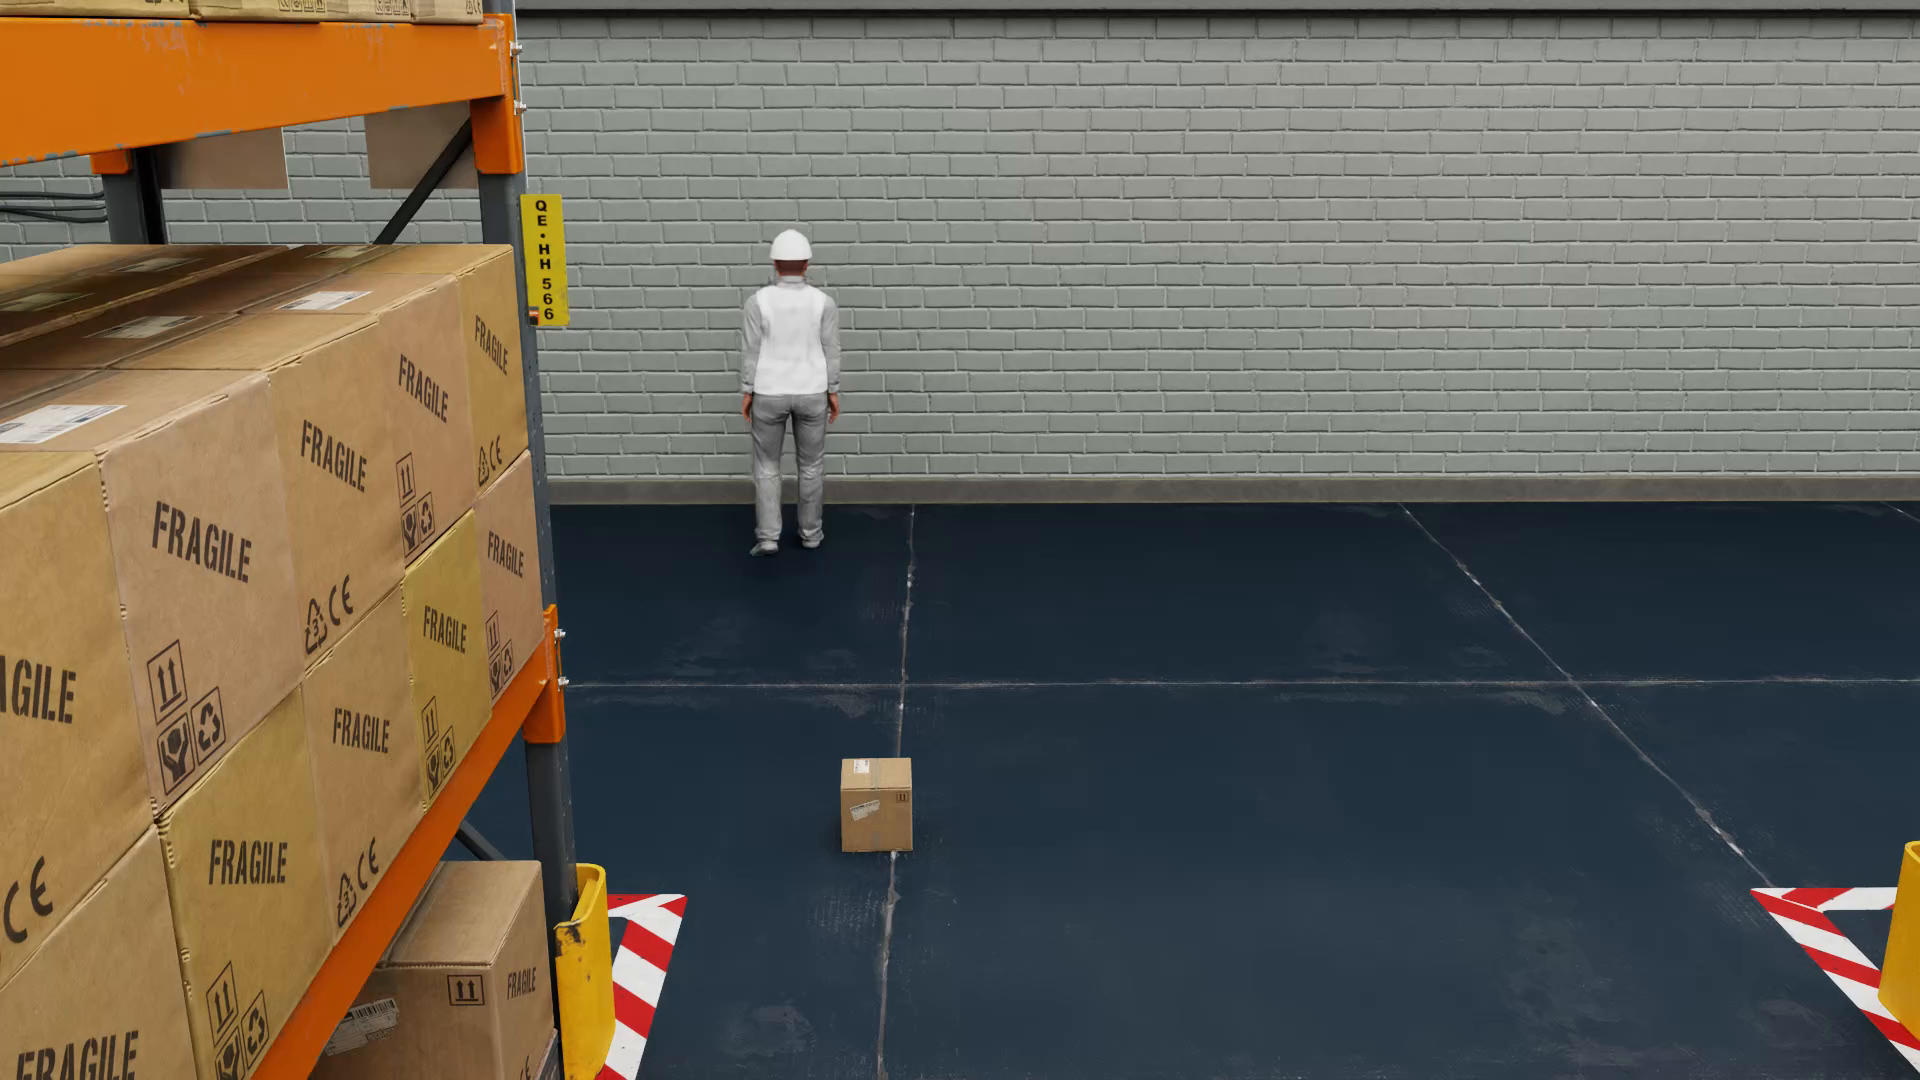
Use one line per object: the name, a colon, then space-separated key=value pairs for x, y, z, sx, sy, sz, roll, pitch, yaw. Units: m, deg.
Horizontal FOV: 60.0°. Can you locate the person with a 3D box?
person: x=-0.928 y=-0.783 z=9.127 sx=0.549 sy=1.840 sz=0.460 roll=-3 pitch=17 yaw=-11
